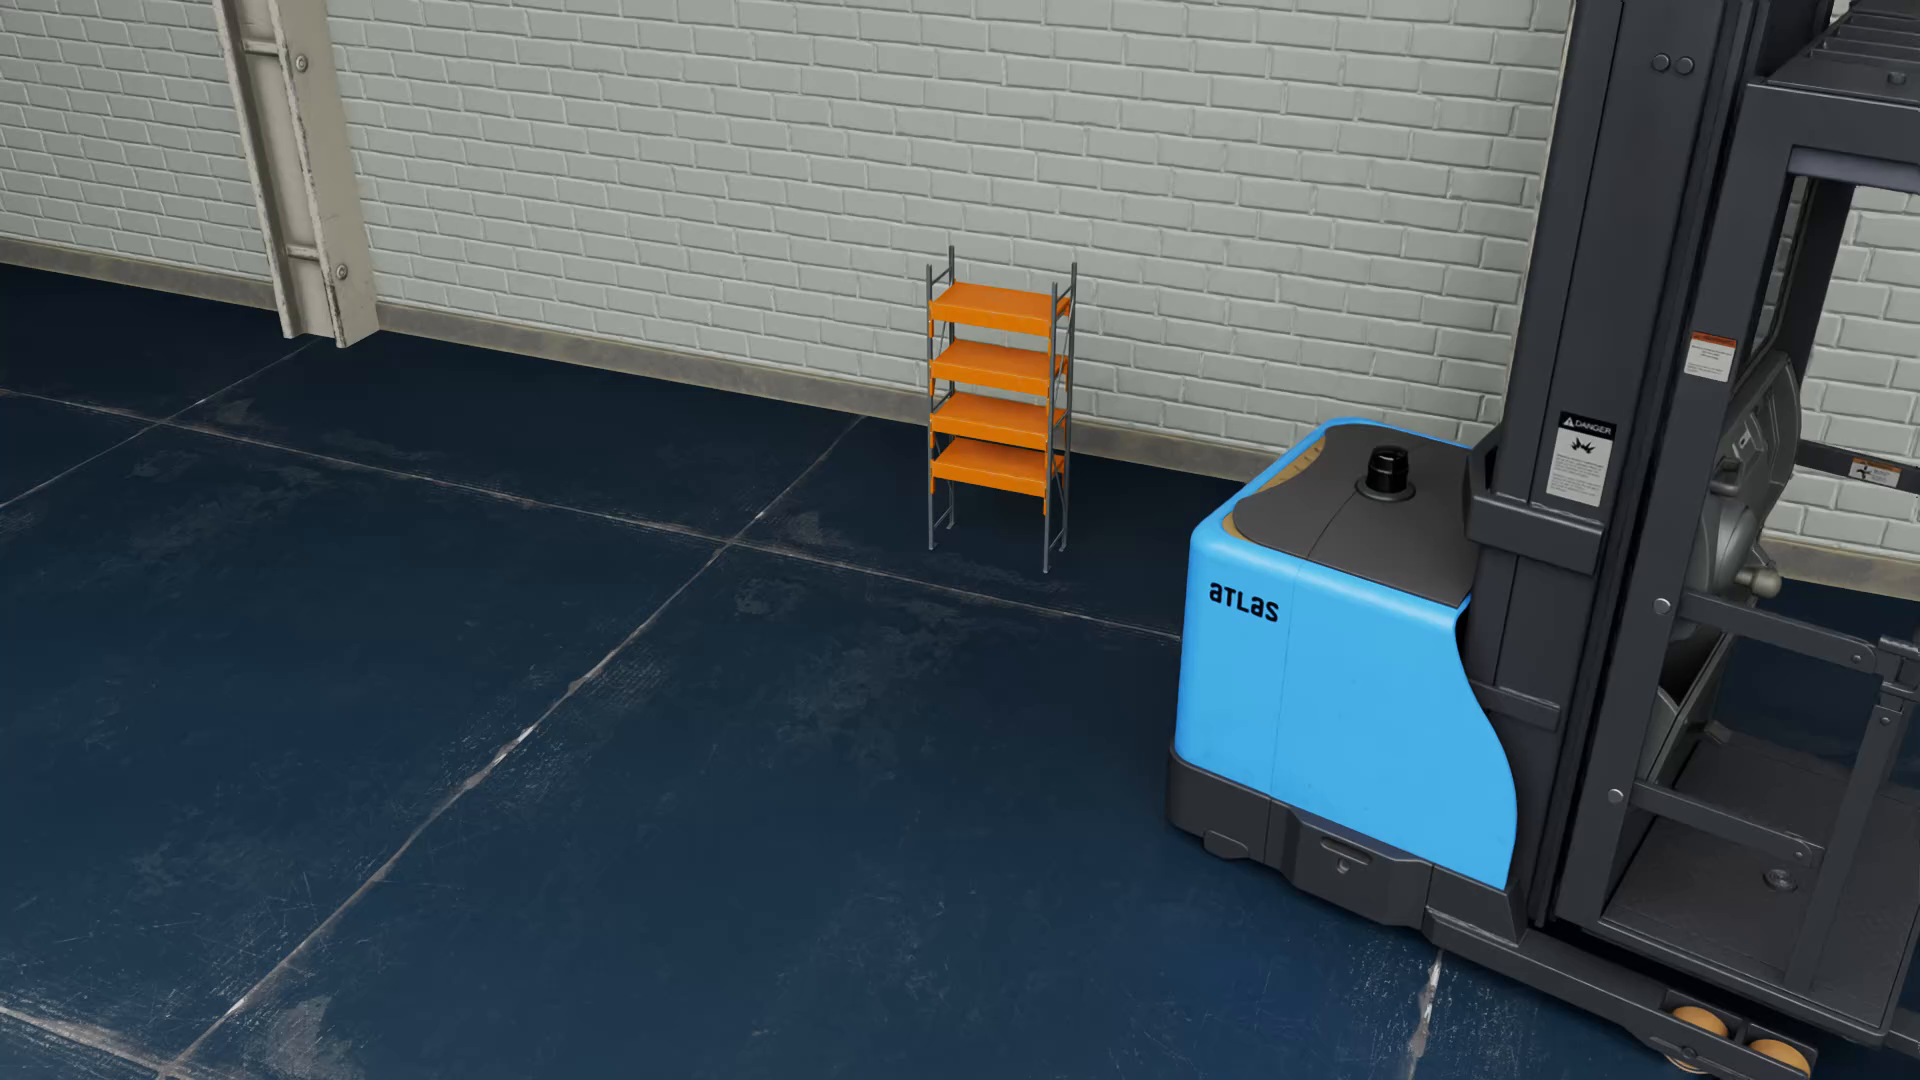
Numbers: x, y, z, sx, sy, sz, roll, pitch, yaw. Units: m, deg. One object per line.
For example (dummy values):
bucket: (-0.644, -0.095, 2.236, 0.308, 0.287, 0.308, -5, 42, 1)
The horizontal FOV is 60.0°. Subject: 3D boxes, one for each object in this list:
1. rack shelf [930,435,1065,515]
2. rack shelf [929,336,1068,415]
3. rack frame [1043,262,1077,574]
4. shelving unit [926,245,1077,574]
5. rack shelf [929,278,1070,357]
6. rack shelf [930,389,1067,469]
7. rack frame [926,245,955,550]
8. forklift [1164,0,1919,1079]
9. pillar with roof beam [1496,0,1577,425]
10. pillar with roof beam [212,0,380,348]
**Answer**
rack shelf: (0.153, -0.260, 6.531, 0.480, 0.148, 0.258, 11, 31, 19)
rack shelf: (0.153, -0.628, 6.324, 0.480, 0.148, 0.258, 11, 31, 19)
rack frame: (0.379, -0.447, 6.321, 0.015, 1.200, 0.240, 11, 31, 19)
shelving unit: (0.153, -0.492, 6.401, 0.503, 1.200, 0.258, 11, 31, 19)
rack shelf: (0.153, -0.834, 6.207, 0.480, 0.148, 0.258, 11, 31, 19)
rack shelf: (0.153, -0.433, 6.434, 0.480, 0.148, 0.258, 11, 31, 19)
rack frame: (-0.073, -0.537, 6.480, 0.015, 1.200, 0.240, 11, 31, 19)
forklift: (2.123, -0.139, 4.017, 3.031, 2.935, 1.130, 20, 35, 31)
pillar with roof beam: (0.677, -1.929, 1.018, 0.400, 9.000, 9.100, 11, 31, 19)
pillar with roof beam: (-4.883, -3.039, 2.981, 0.400, 9.000, 9.100, 11, 31, 19)
